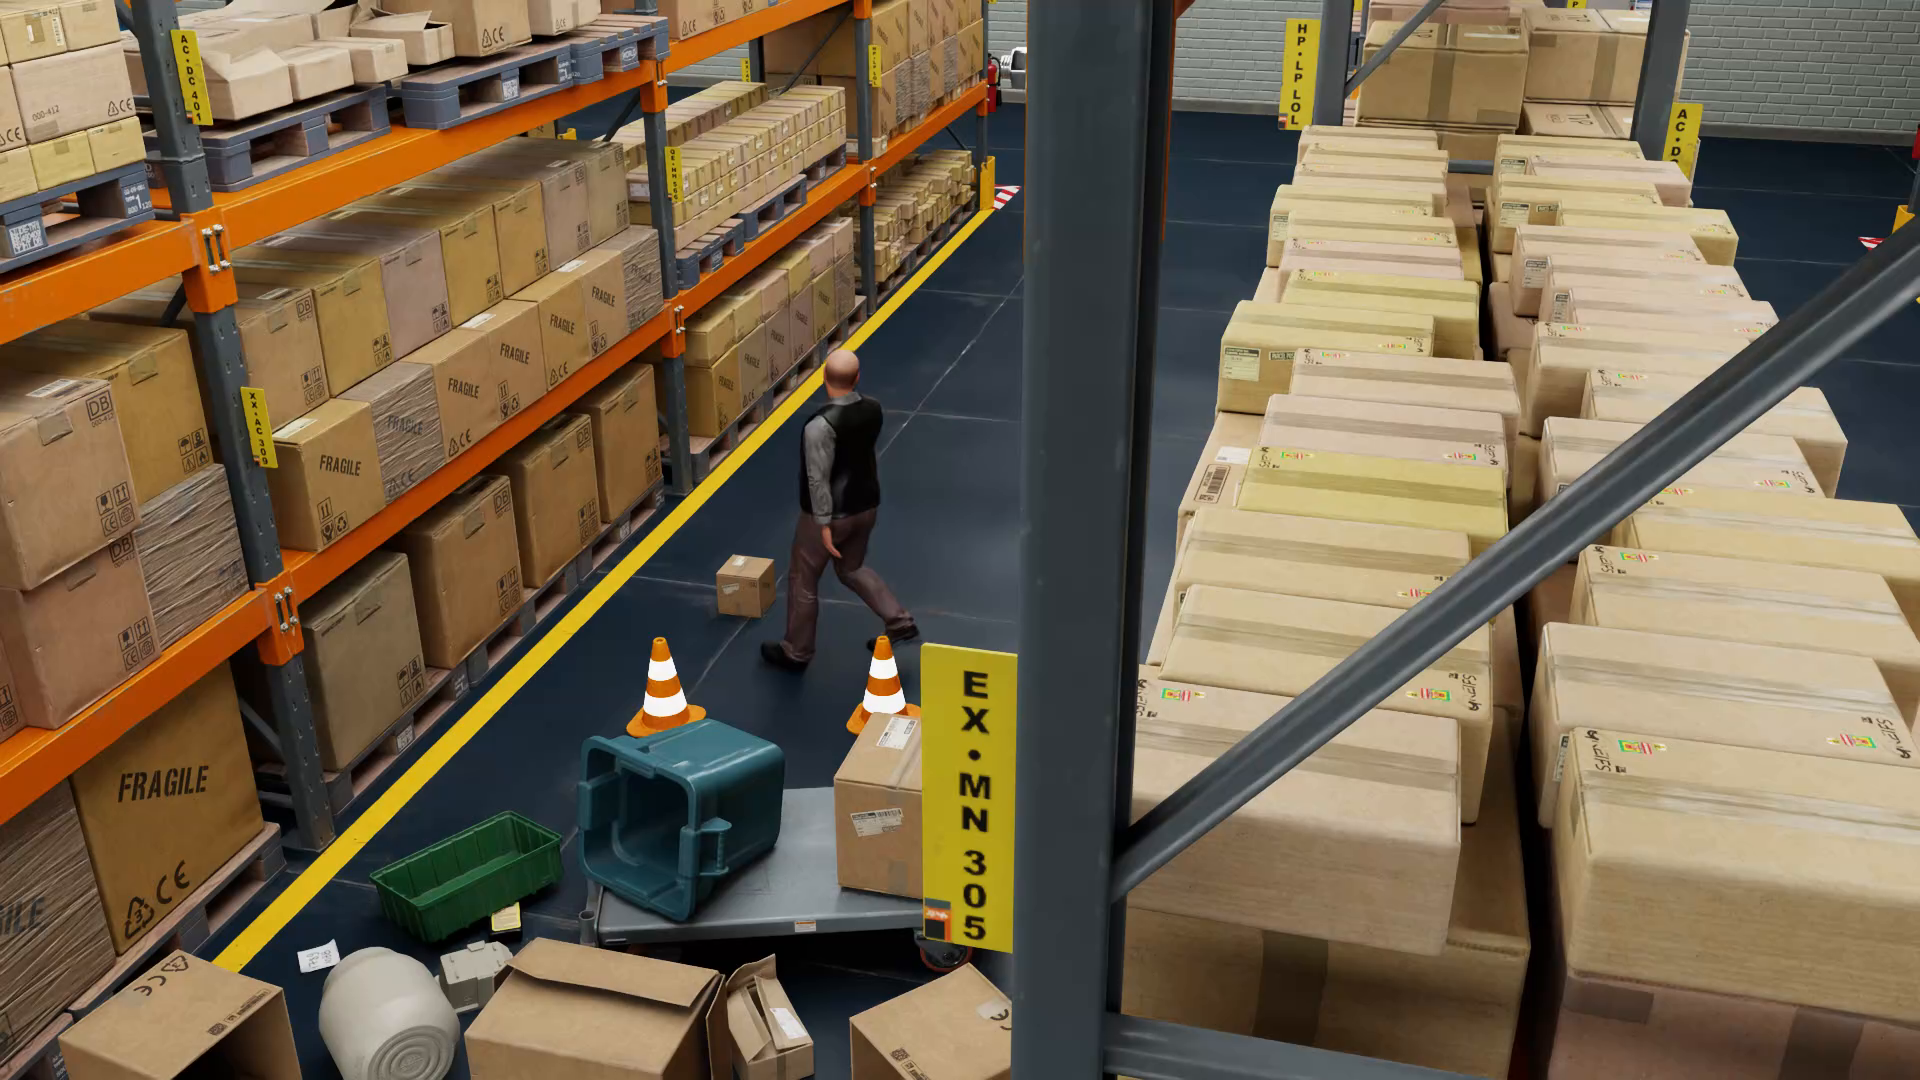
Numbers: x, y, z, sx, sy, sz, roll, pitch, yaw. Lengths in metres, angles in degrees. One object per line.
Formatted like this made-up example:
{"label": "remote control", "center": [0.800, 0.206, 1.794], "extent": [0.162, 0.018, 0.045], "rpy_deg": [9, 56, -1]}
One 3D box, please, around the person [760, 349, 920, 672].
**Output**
{"label": "person", "center": [-0.615, -0.135, 8.440], "extent": [0.748, 1.692, 0.575], "rpy_deg": [19, 31, 35]}
